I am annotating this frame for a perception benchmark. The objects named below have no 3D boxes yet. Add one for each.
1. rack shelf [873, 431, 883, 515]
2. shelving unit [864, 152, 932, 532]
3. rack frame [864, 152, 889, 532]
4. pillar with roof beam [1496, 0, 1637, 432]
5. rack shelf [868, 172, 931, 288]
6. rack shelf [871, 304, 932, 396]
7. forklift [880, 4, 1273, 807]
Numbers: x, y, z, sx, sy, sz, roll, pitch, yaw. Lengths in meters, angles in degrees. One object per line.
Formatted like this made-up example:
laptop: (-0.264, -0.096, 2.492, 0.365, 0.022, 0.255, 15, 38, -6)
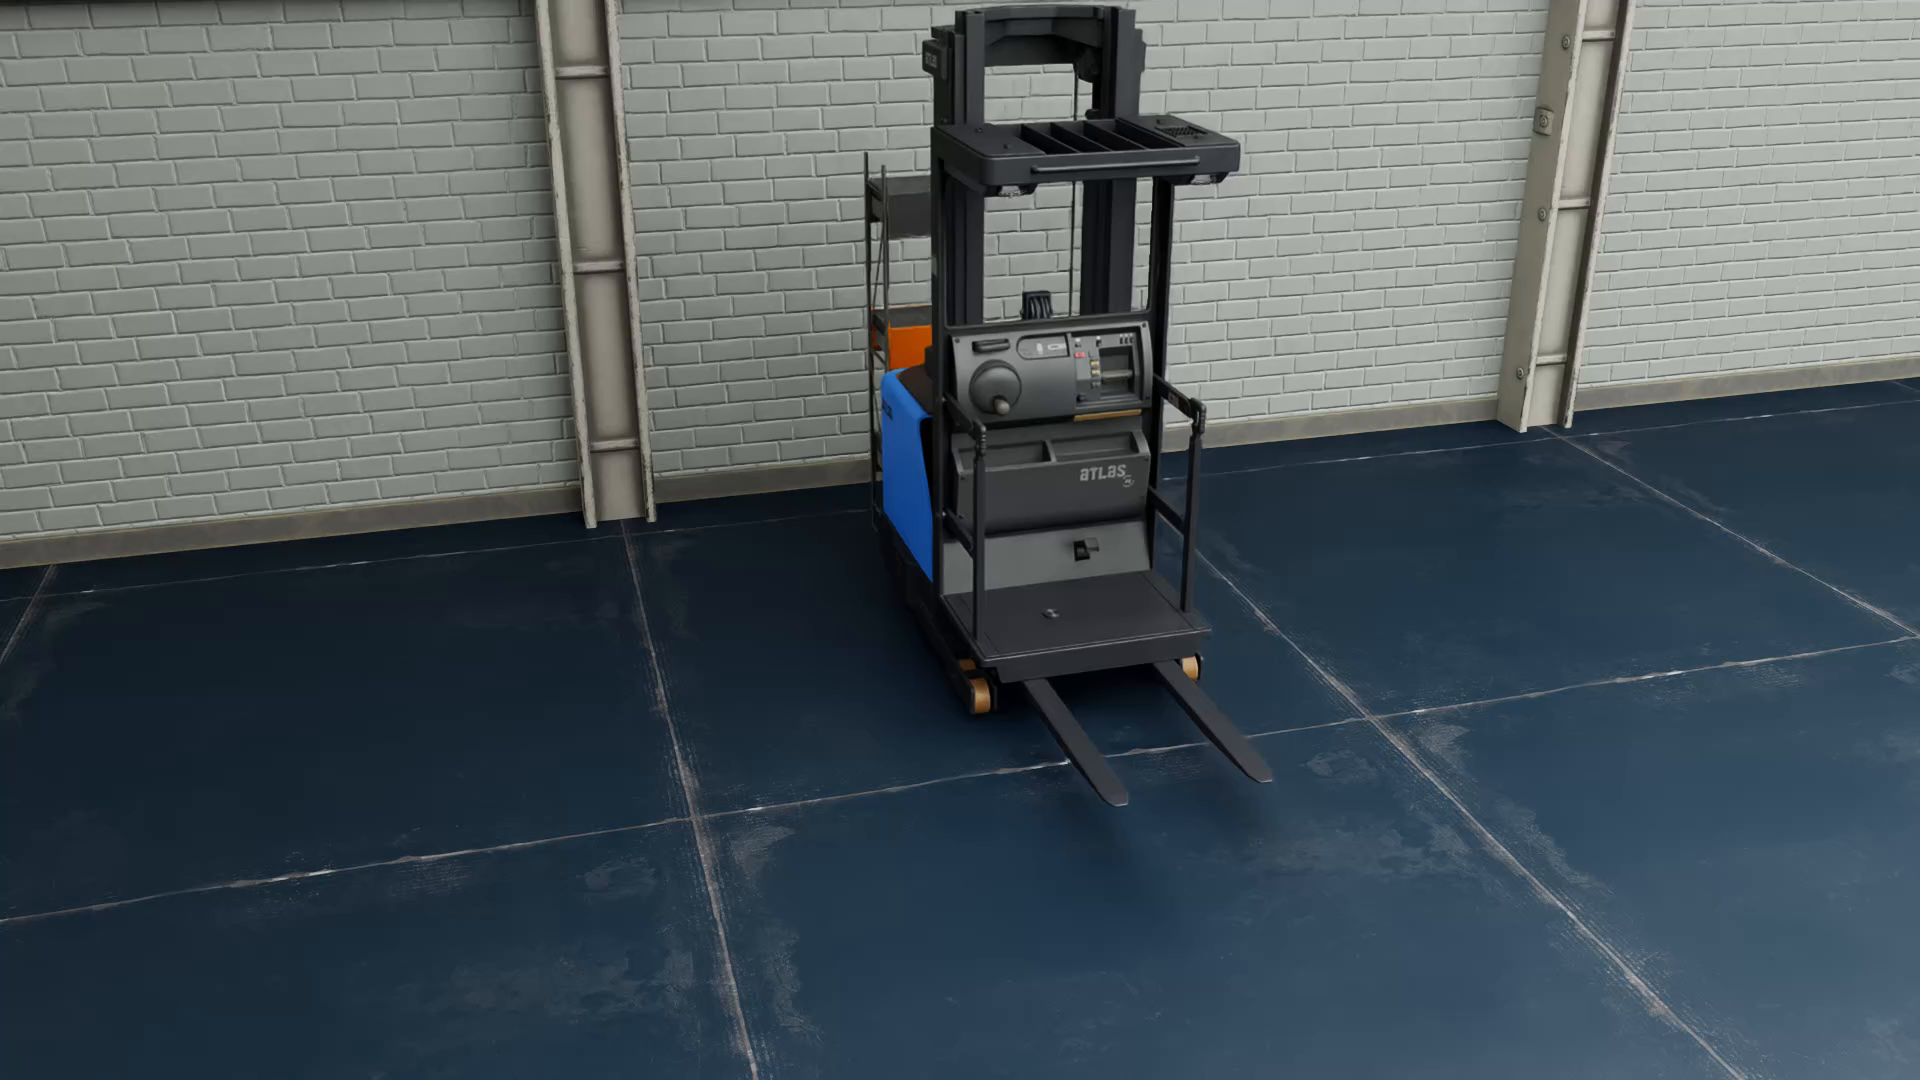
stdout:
rack shelf: (-0.201, -0.344, 9.198, 0.480, 0.518, 0.431, -7, 24, -16)
shelving unit: (-0.201, -0.999, 8.916, 0.503, 2.100, 0.431, -7, 24, -16)
rack frame: (-0.434, -0.971, 8.850, 0.015, 2.100, 0.400, -7, 24, -16)
pillar with roof beam: (4.976, -3.285, 5.494, 0.400, 9.000, 9.100, -6, 24, -14)
rack shelf: (-0.201, -1.630, 8.646, 0.480, 0.518, 0.431, -7, 24, -16)
rack shelf: (-0.201, -0.987, 8.922, 0.480, 0.518, 0.431, -7, 24, -16)
forklift: (0.481, -0.739, 7.256, 1.130, 2.935, 3.031, -7, 24, -15)
